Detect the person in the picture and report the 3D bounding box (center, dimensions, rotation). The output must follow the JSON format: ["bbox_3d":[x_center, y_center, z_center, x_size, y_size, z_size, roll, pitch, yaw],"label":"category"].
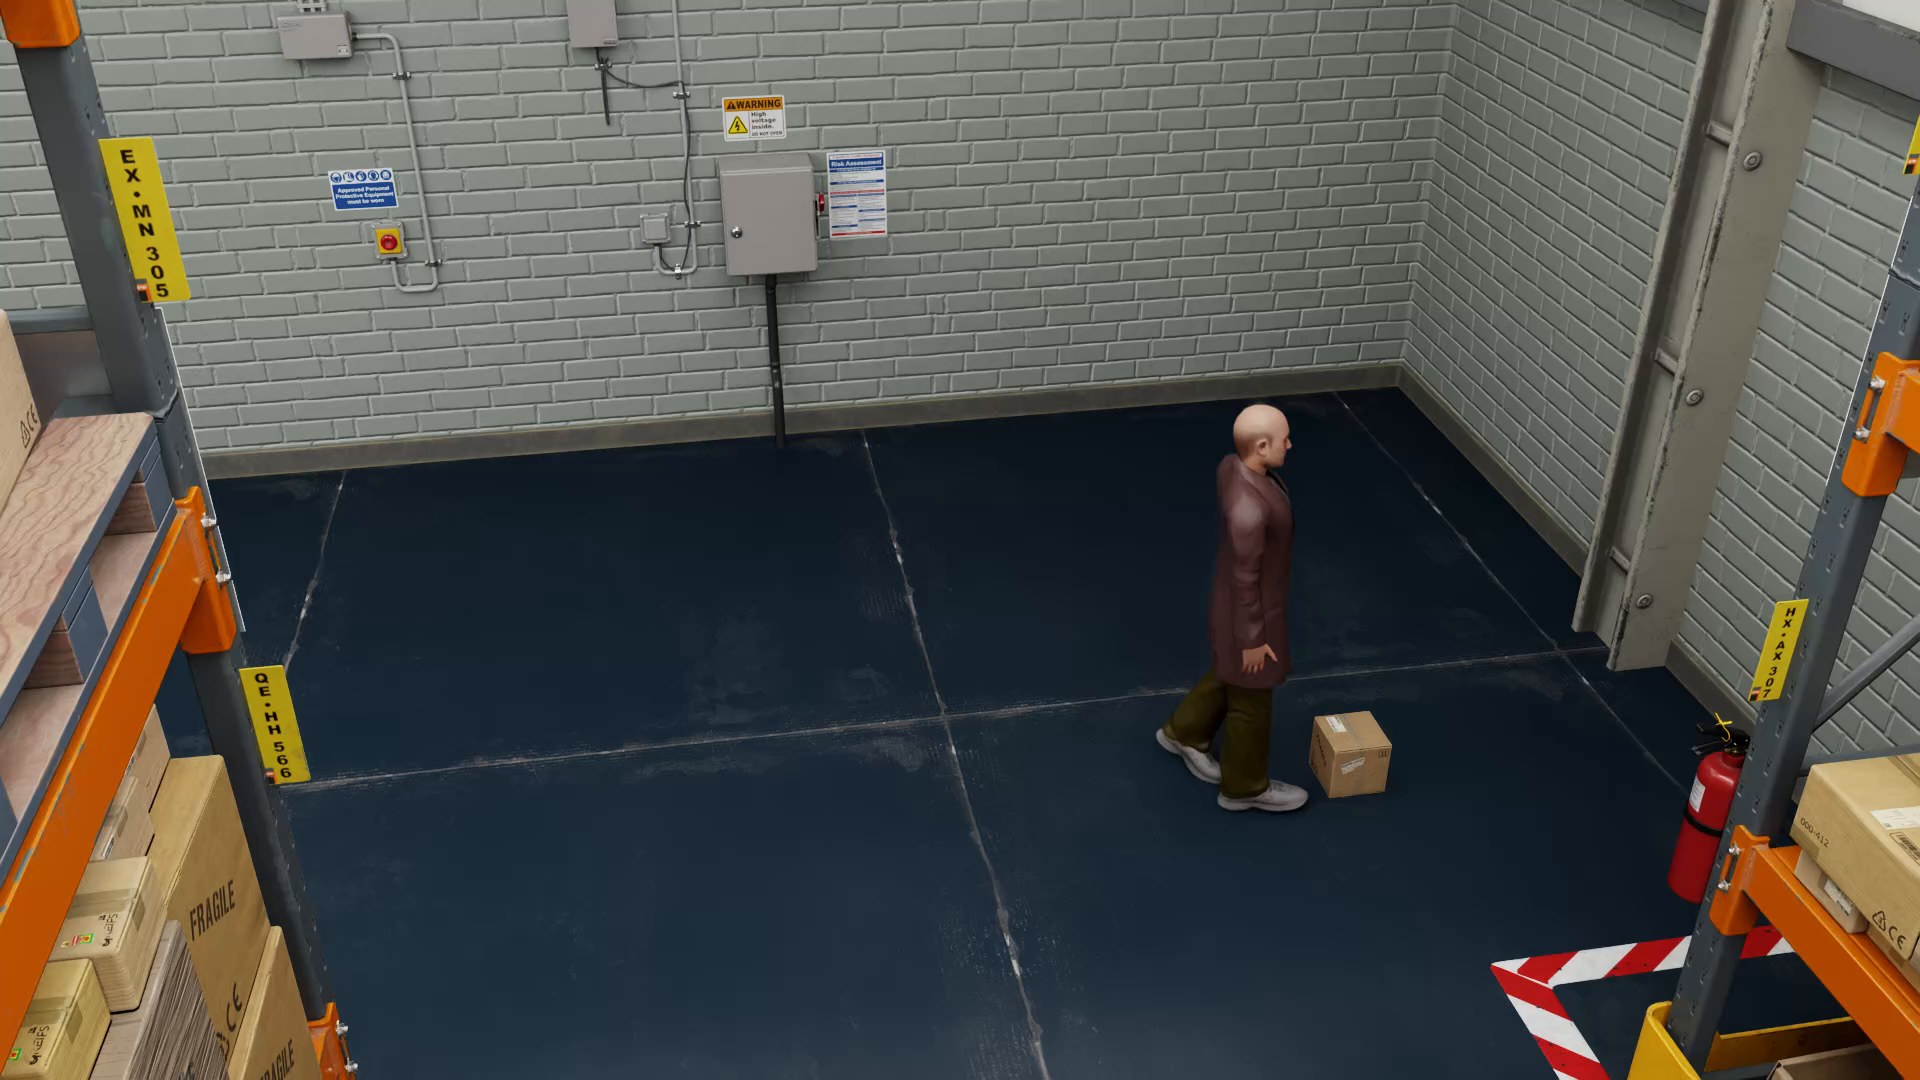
[{"bbox_3d":[1.149,0.300,6.619,0.577,1.792,0.615,0,30,1],"label":"person"}]
